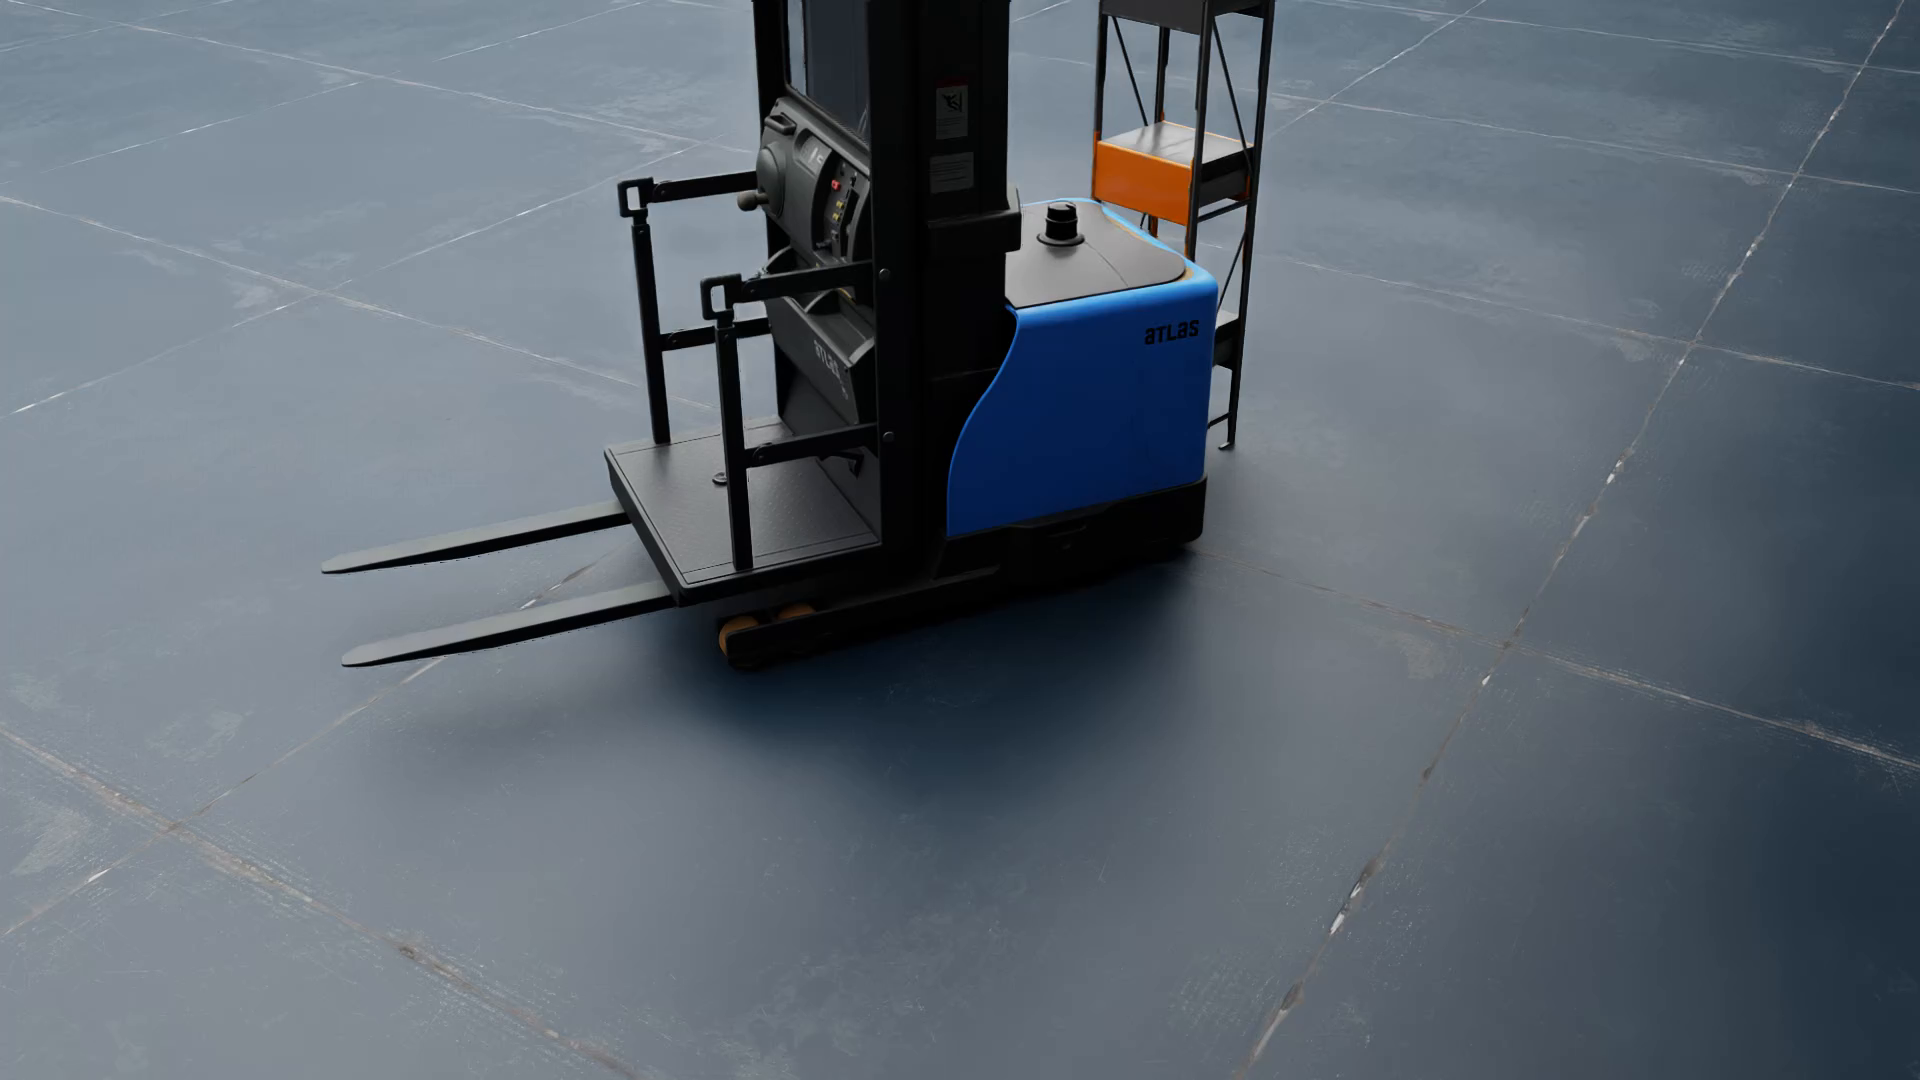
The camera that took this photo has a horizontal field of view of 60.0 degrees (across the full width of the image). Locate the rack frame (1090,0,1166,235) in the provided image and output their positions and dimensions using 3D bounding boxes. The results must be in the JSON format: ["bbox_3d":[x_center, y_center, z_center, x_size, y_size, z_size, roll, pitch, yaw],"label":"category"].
[{"bbox_3d":[0.657,-1.419,6.599,0.400,2.100,0.015,-26,39,-37],"label":"rack frame"}]

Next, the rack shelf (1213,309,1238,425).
[{"bbox_3d":[0.828,-0.715,6.808,0.431,0.518,0.480,-26,39,-37],"label":"rack shelf"}]

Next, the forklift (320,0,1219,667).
[{"bbox_3d":[-0.661,-1.148,5.309,3.031,2.935,1.130,-13,33,-21],"label":"forklift"}]

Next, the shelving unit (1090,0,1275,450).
[{"bbox_3d":[0.827,-1.332,6.448,0.431,2.100,0.503,-26,39,-37],"label":"shelving unit"}]

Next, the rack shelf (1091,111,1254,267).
[{"bbox_3d":[0.827,-1.320,6.455,0.431,0.518,0.480,-26,39,-37],"label":"rack shelf"}]

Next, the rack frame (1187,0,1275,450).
[{"bbox_3d":[0.998,-1.244,6.298,0.400,2.100,0.015,-26,39,-37],"label":"rack frame"}]

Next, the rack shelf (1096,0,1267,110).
[{"bbox_3d":[0.827,-1.925,6.103,0.431,0.518,0.480,-26,39,-37],"label":"rack shelf"}]
